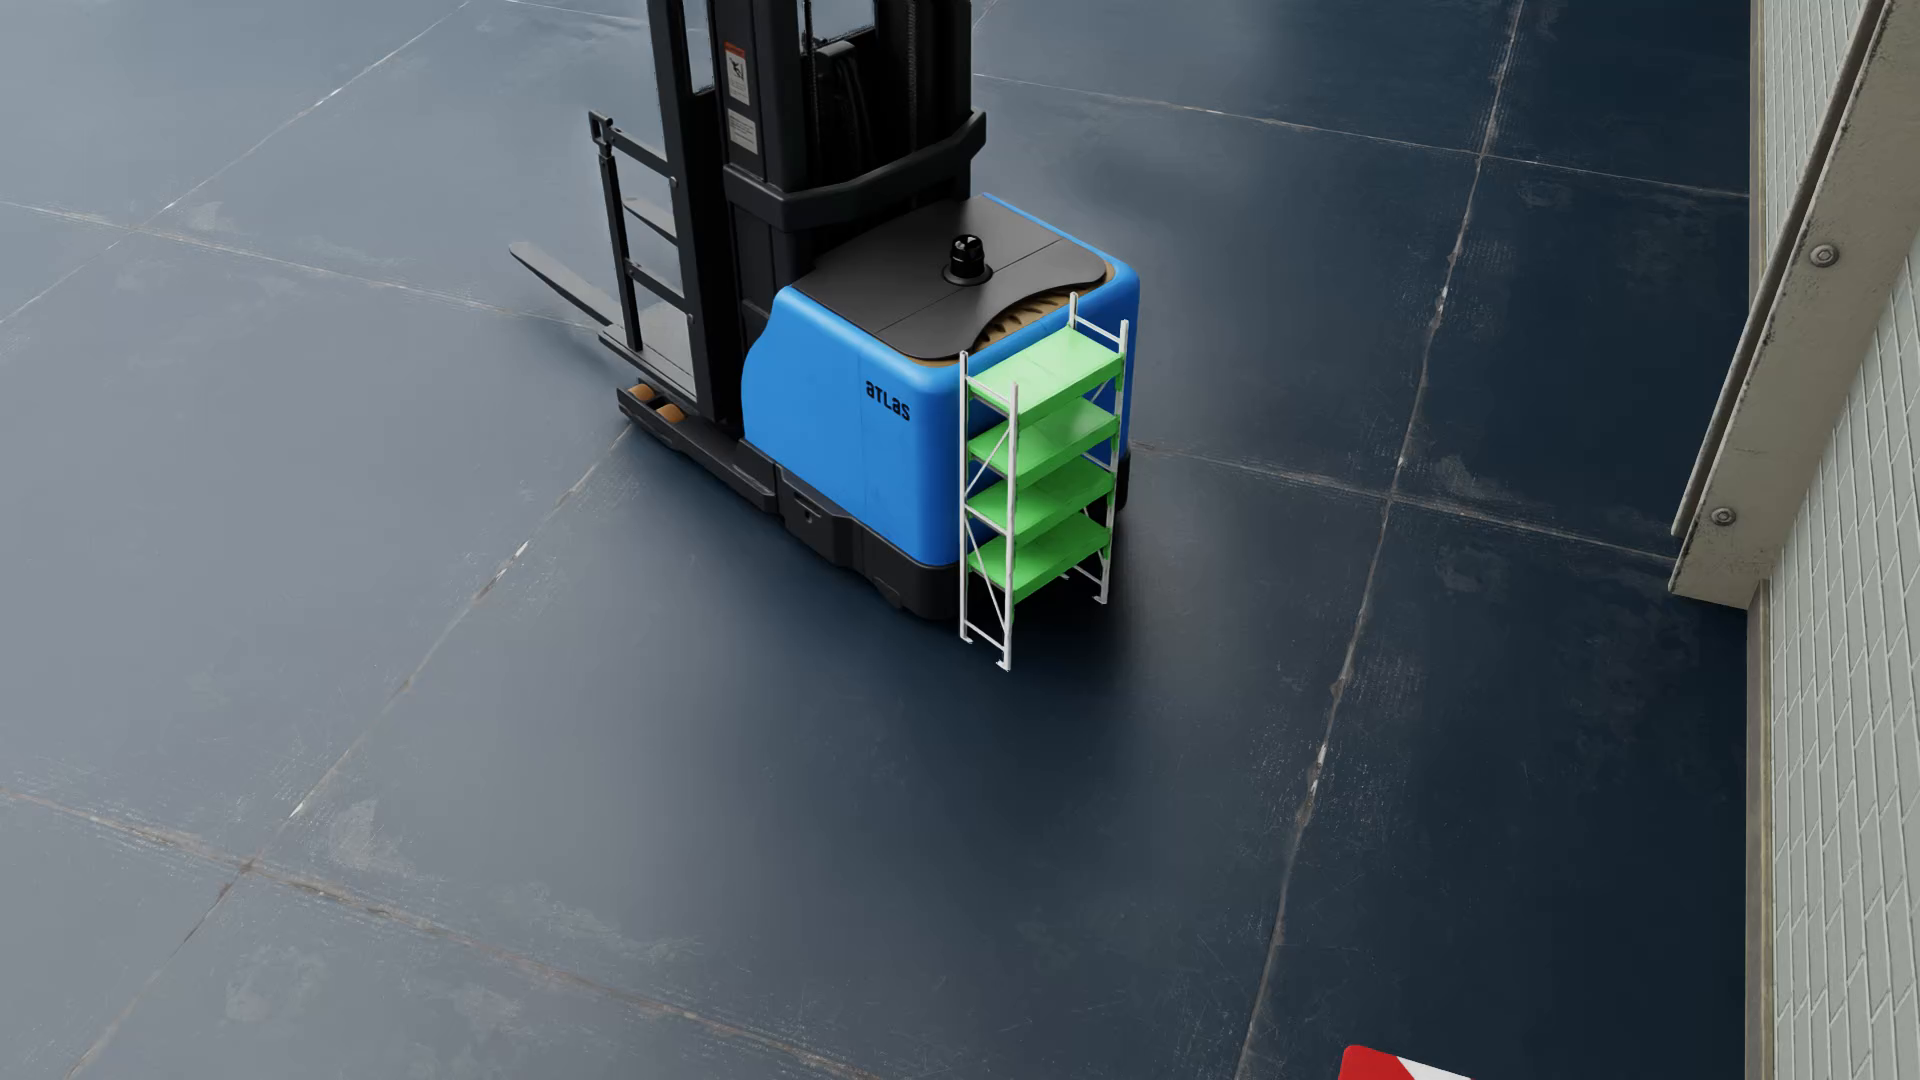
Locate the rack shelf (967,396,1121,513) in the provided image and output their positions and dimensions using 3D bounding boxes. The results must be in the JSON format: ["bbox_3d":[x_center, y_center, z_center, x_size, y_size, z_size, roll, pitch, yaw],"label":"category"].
[{"bbox_3d":[0.264,-0.306,5.412,0.480,0.148,0.258,-32,50,-32],"label":"rack shelf"}]

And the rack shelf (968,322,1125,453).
[{"bbox_3d":[0.264,-0.488,5.257,0.480,0.148,0.258,-32,50,-32],"label":"rack shelf"}]

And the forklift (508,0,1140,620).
[{"bbox_3d":[-0.743,-1.698,5.982,1.130,2.935,3.031,-32,50,-32],"label":"forklift"}]

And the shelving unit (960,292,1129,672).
[{"bbox_3d":[0.264,-0.172,5.527,0.503,1.200,0.258,-32,50,-32],"label":"shelving unit"}]

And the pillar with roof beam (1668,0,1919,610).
[{"bbox_3d":[-1.266,-4.276,4.329,9.100,9.000,0.400,13,42,15],"label":"pillar with roof beam"}]

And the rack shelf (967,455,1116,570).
[{"bbox_3d":[0.264,-0.123,5.568,0.480,0.148,0.258,-32,50,-32],"label":"rack shelf"}]

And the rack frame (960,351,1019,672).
[{"bbox_3d":[0.087,-0.063,5.399,0.015,1.200,0.240,-32,50,-32],"label":"rack frame"}]

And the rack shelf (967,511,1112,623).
[{"bbox_3d":[0.264,0.060,5.724,0.480,0.148,0.258,-32,50,-32],"label":"rack shelf"}]

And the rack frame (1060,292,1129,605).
[{"bbox_3d":[0.441,-0.281,5.654,0.015,1.200,0.240,-32,50,-32],"label":"rack frame"}]
